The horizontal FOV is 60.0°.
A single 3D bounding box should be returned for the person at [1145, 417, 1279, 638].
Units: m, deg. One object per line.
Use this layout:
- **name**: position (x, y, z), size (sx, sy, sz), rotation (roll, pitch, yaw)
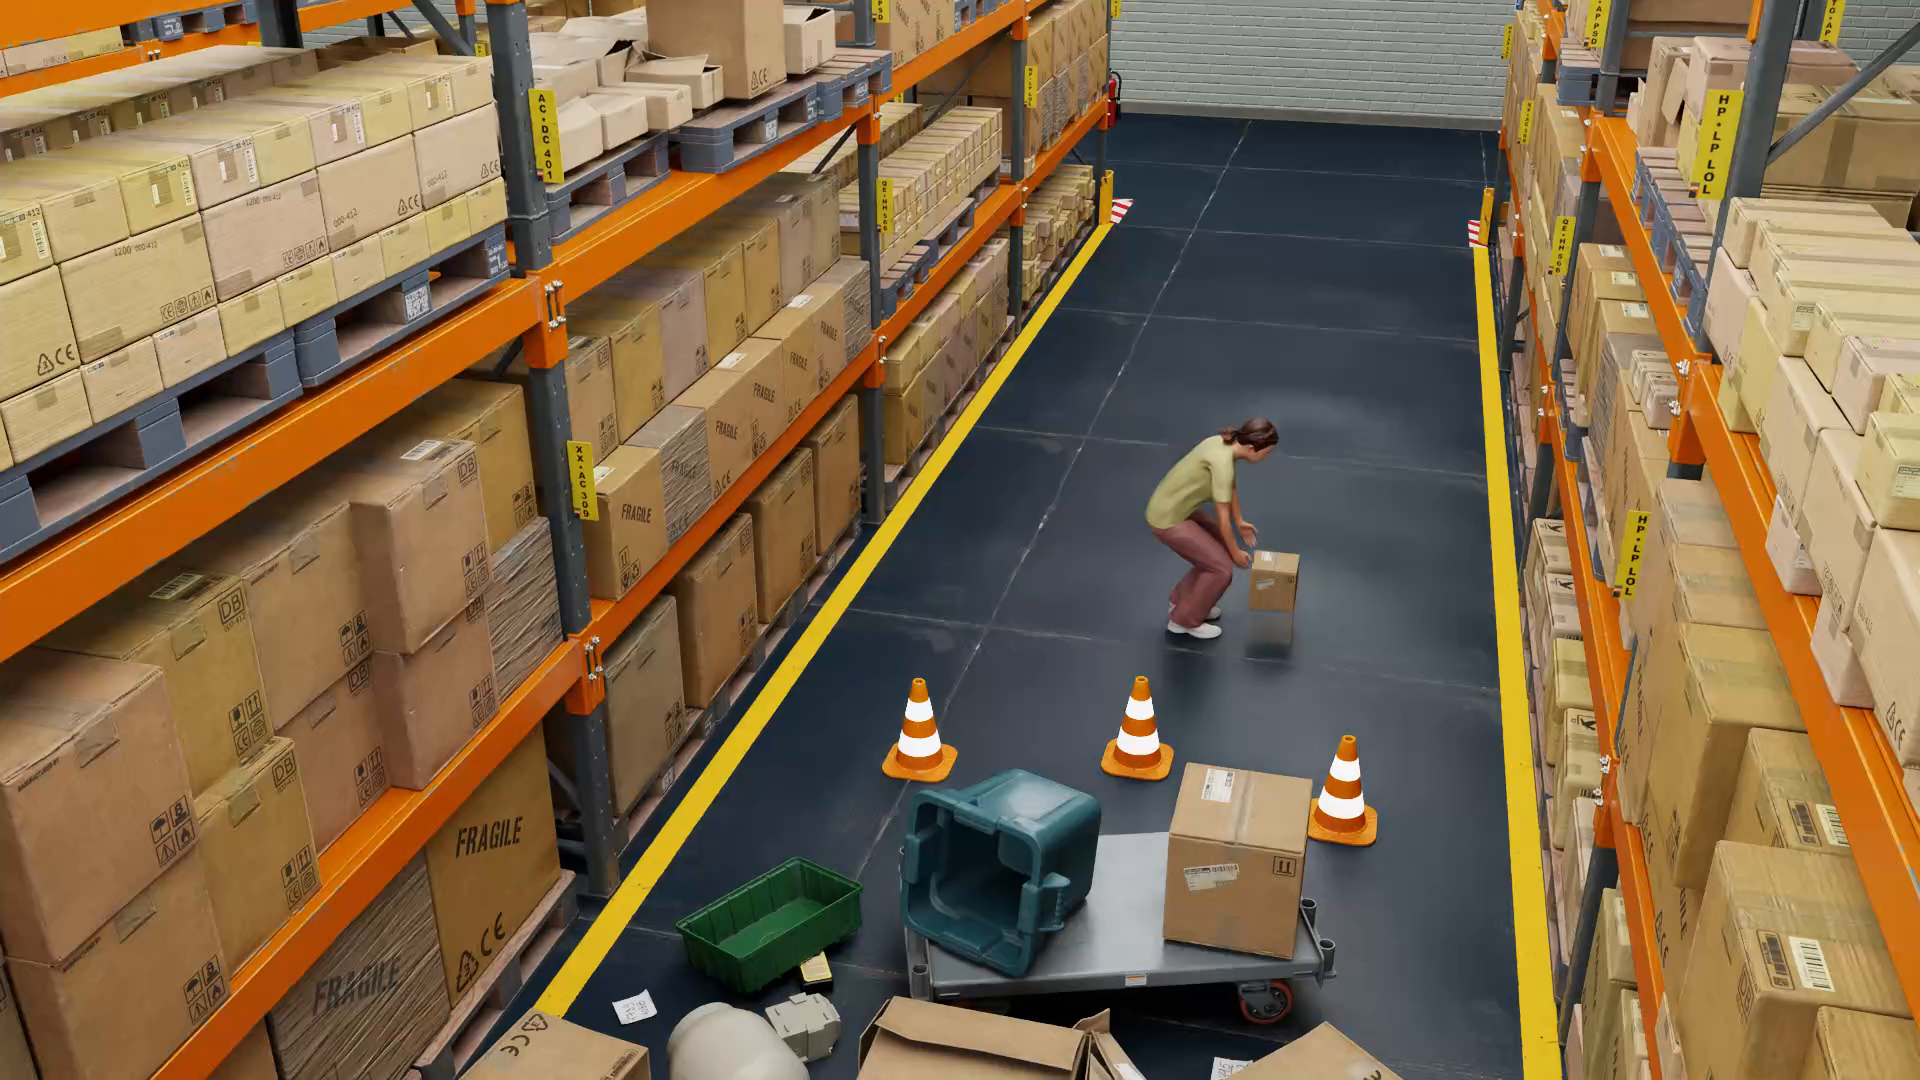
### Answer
- **person**: position (1.389, -0.104, 9.297), size (0.692, 1.278, 0.512), rotation (6, 26, 13)
